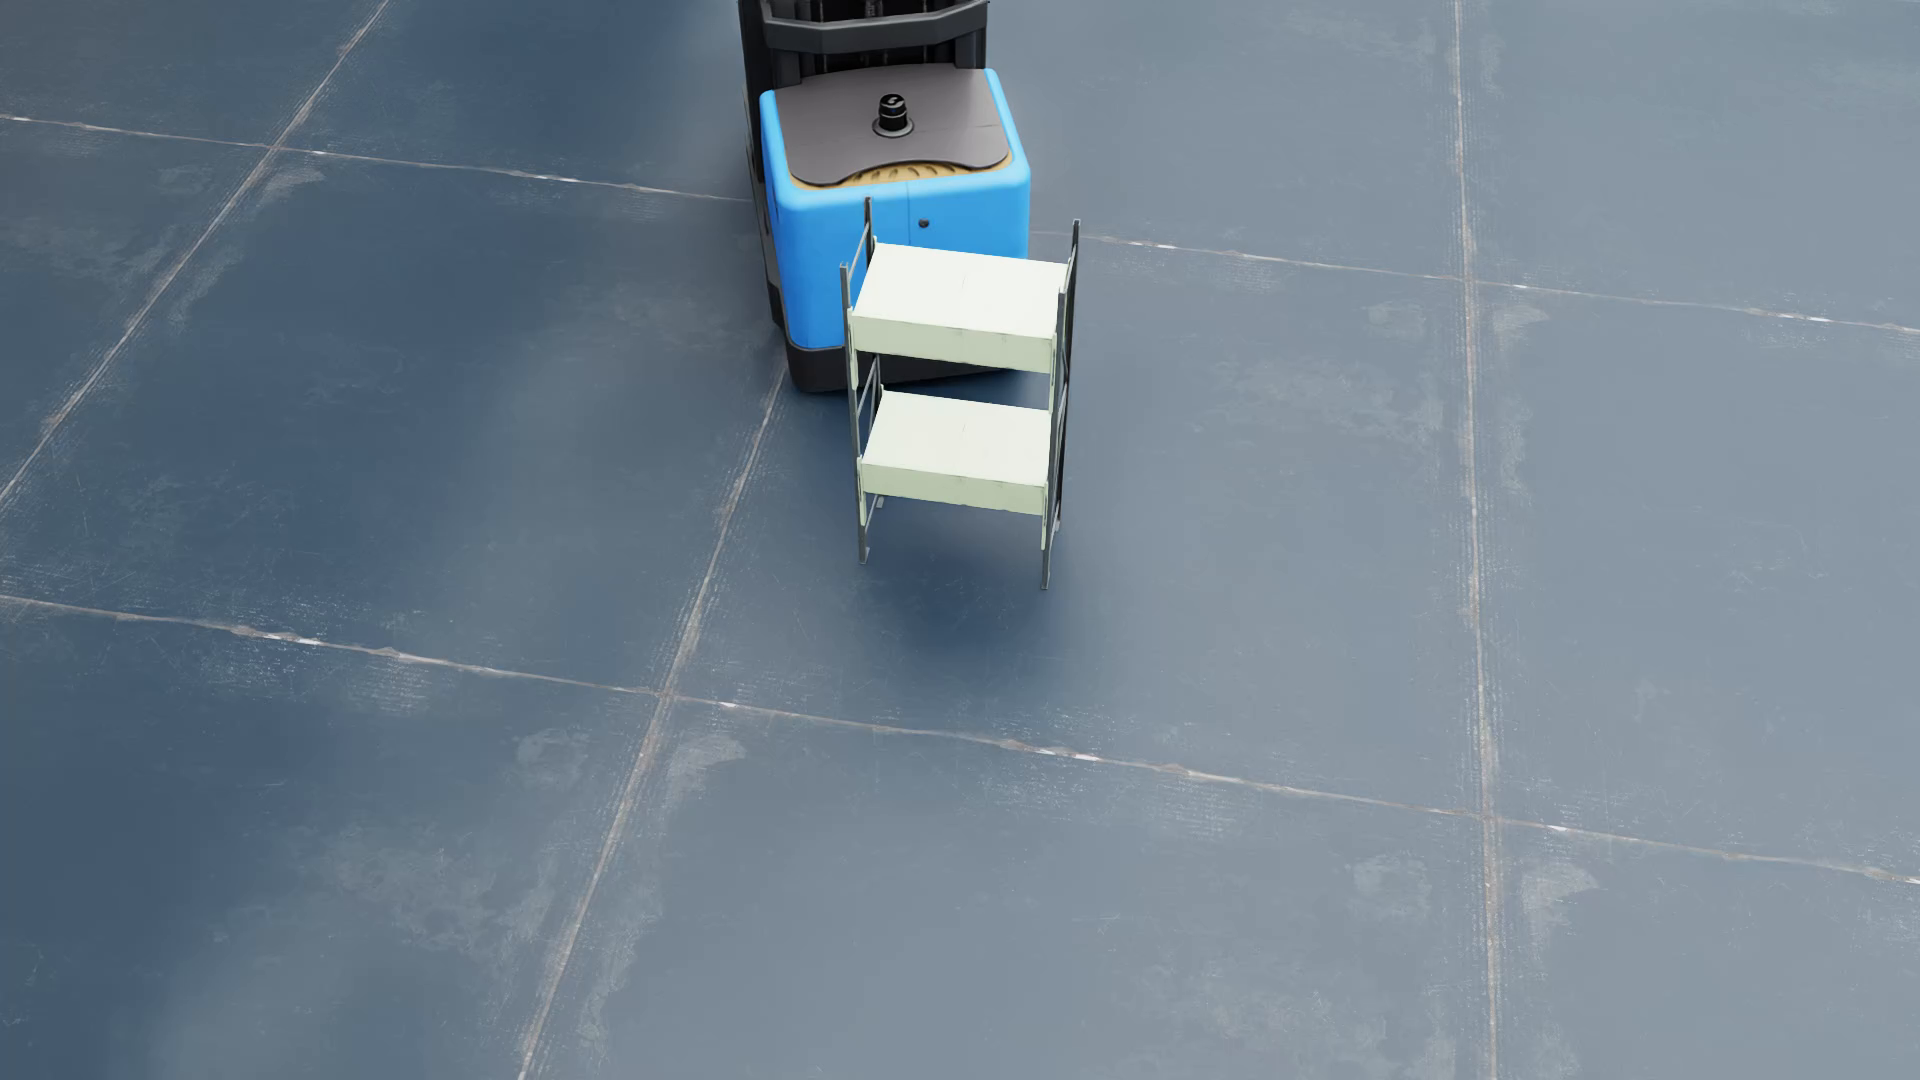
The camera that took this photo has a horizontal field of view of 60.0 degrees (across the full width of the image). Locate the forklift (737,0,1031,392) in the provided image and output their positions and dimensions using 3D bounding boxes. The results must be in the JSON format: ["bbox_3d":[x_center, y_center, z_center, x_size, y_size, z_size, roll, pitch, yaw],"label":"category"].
[{"bbox_3d":[-0.469,-2.735,7.209,1.130,2.935,3.031,-8,49,-7],"label":"forklift"}]

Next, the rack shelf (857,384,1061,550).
[{"bbox_3d":[0.007,-0.283,6.406,0.720,0.370,0.431,8,49,7],"label":"rack shelf"}]

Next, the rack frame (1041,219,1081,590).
[{"bbox_3d":[0.367,-0.452,6.120,0.023,1.500,0.400,8,49,7],"label":"rack frame"}]

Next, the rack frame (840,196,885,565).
[{"bbox_3d":[-0.354,-0.549,6.207,0.023,1.500,0.400,8,49,7],"label":"rack frame"}]

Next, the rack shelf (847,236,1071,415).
[{"bbox_3d":[0.007,-0.761,5.873,0.720,0.370,0.431,8,49,7],"label":"rack shelf"}]

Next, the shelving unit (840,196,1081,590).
[{"bbox_3d":[0.007,-0.500,6.163,0.755,1.500,0.431,8,49,7],"label":"shelving unit"}]
